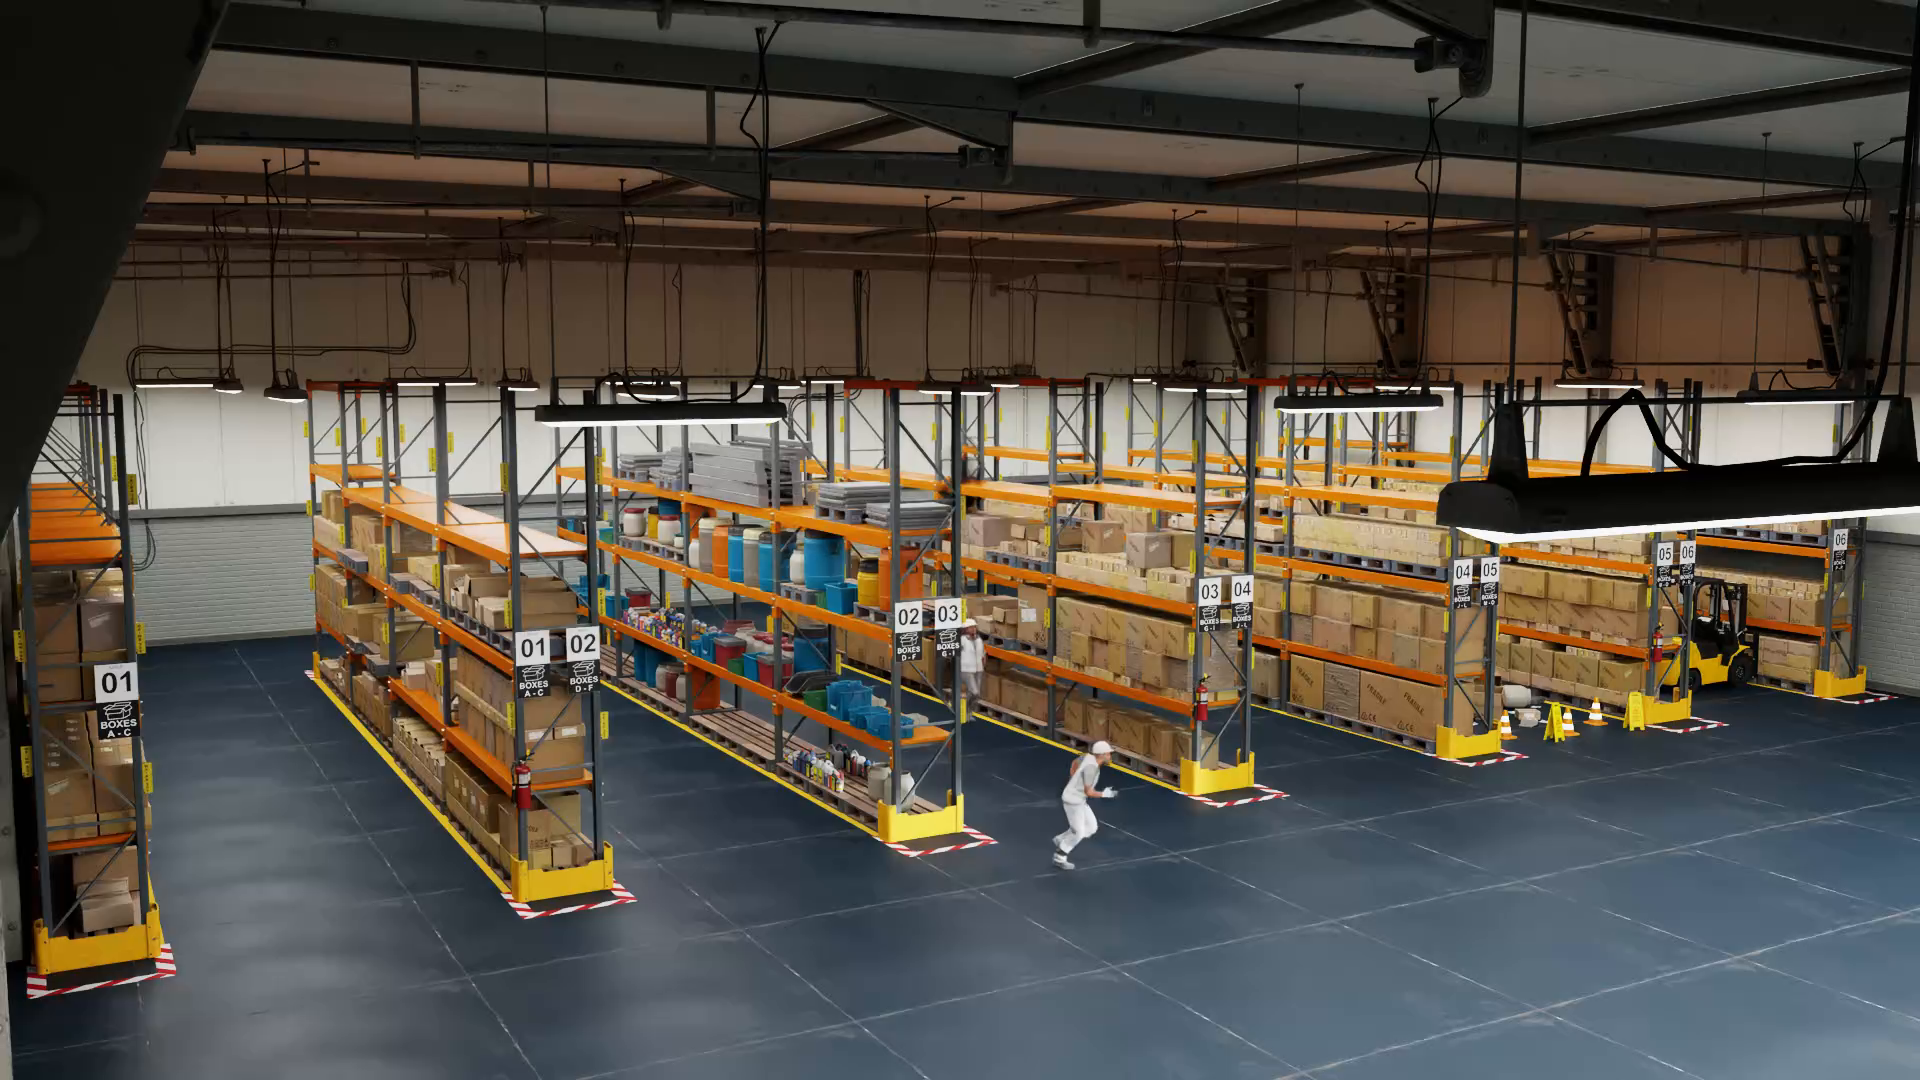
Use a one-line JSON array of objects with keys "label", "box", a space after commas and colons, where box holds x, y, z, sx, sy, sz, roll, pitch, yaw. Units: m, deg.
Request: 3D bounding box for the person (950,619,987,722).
[{"label": "person", "box": [0.206, 2.203, 27.950, 0.644, 1.754, 0.592, -4, 7, -36]}]

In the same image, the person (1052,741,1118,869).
[{"label": "person", "box": [1.574, 3.313, 20.893, 0.820, 1.624, 0.693, 1, 6, 7]}]
